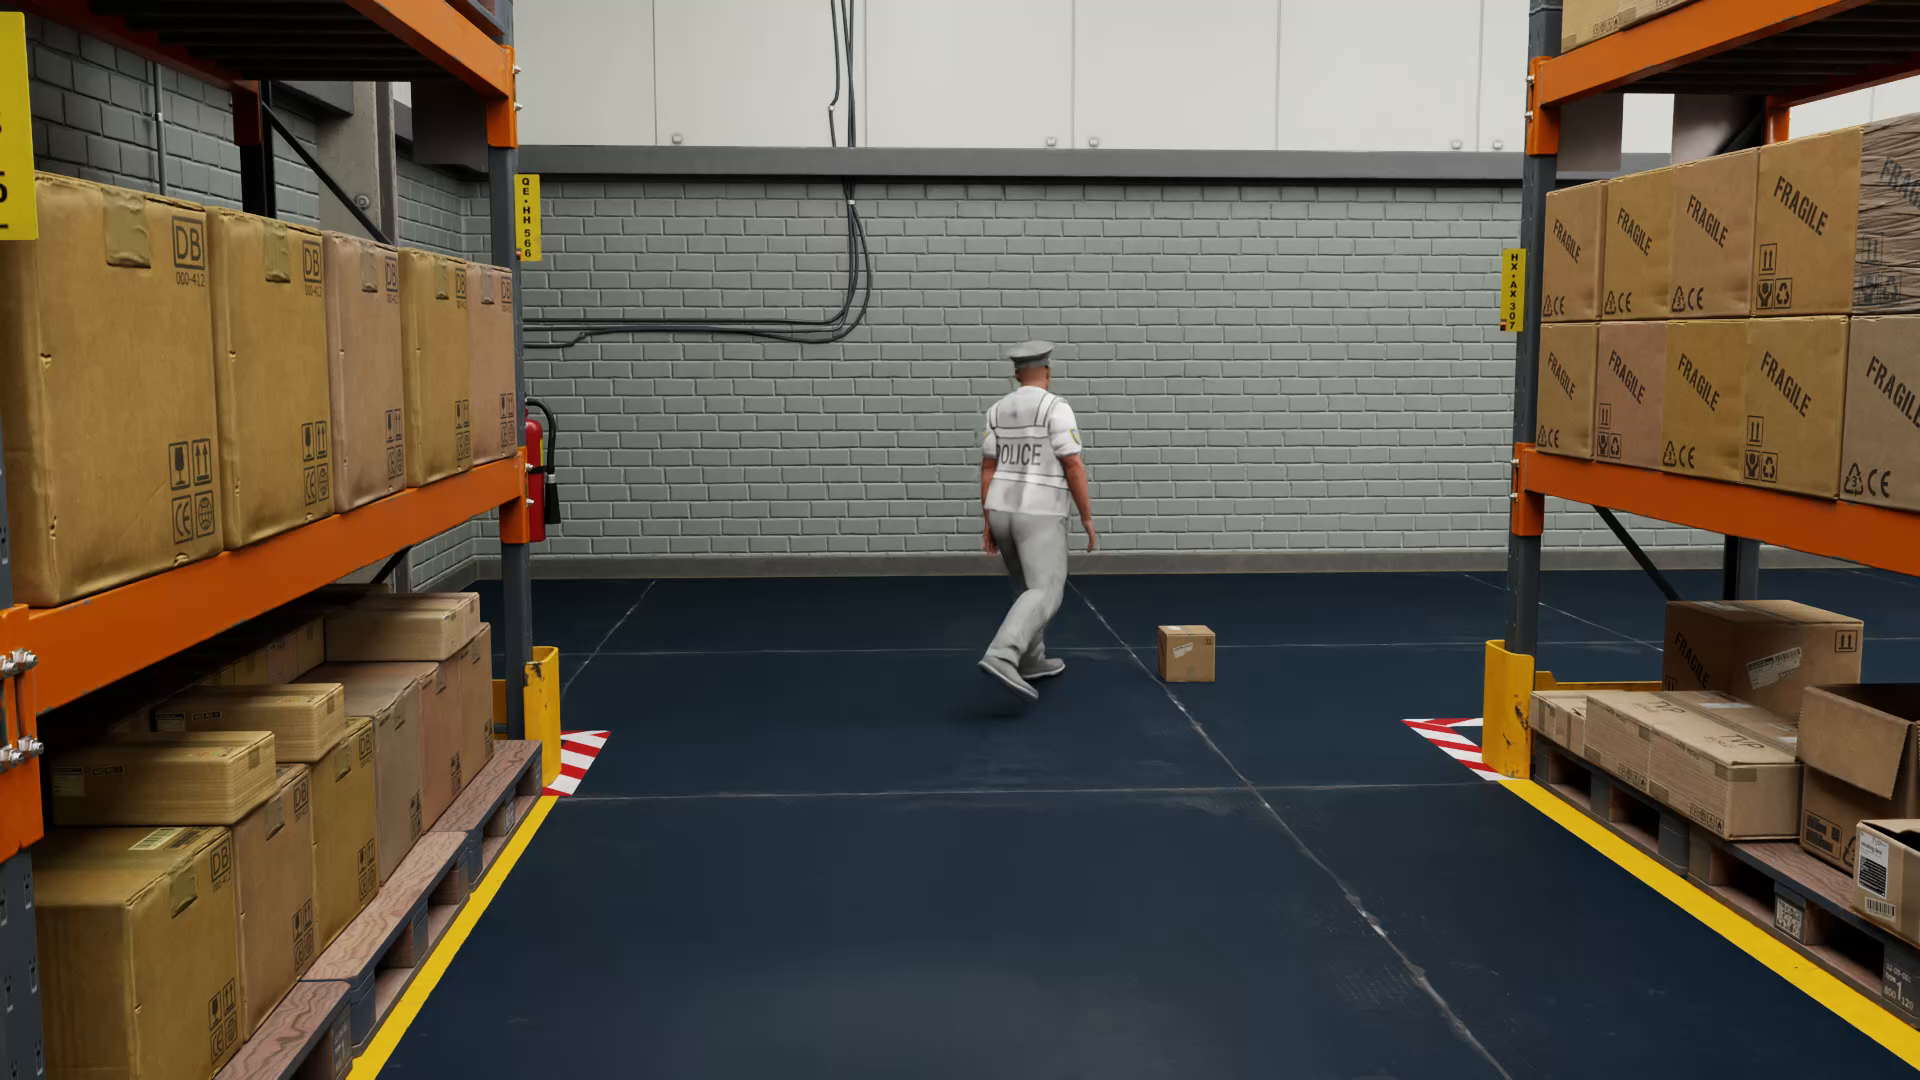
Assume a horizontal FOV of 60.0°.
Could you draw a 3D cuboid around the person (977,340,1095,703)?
[{"bbox_3d":[0.351,-0.109,8.111,0.953,1.721,0.696,-6,9,-42],"label":"person"}]
